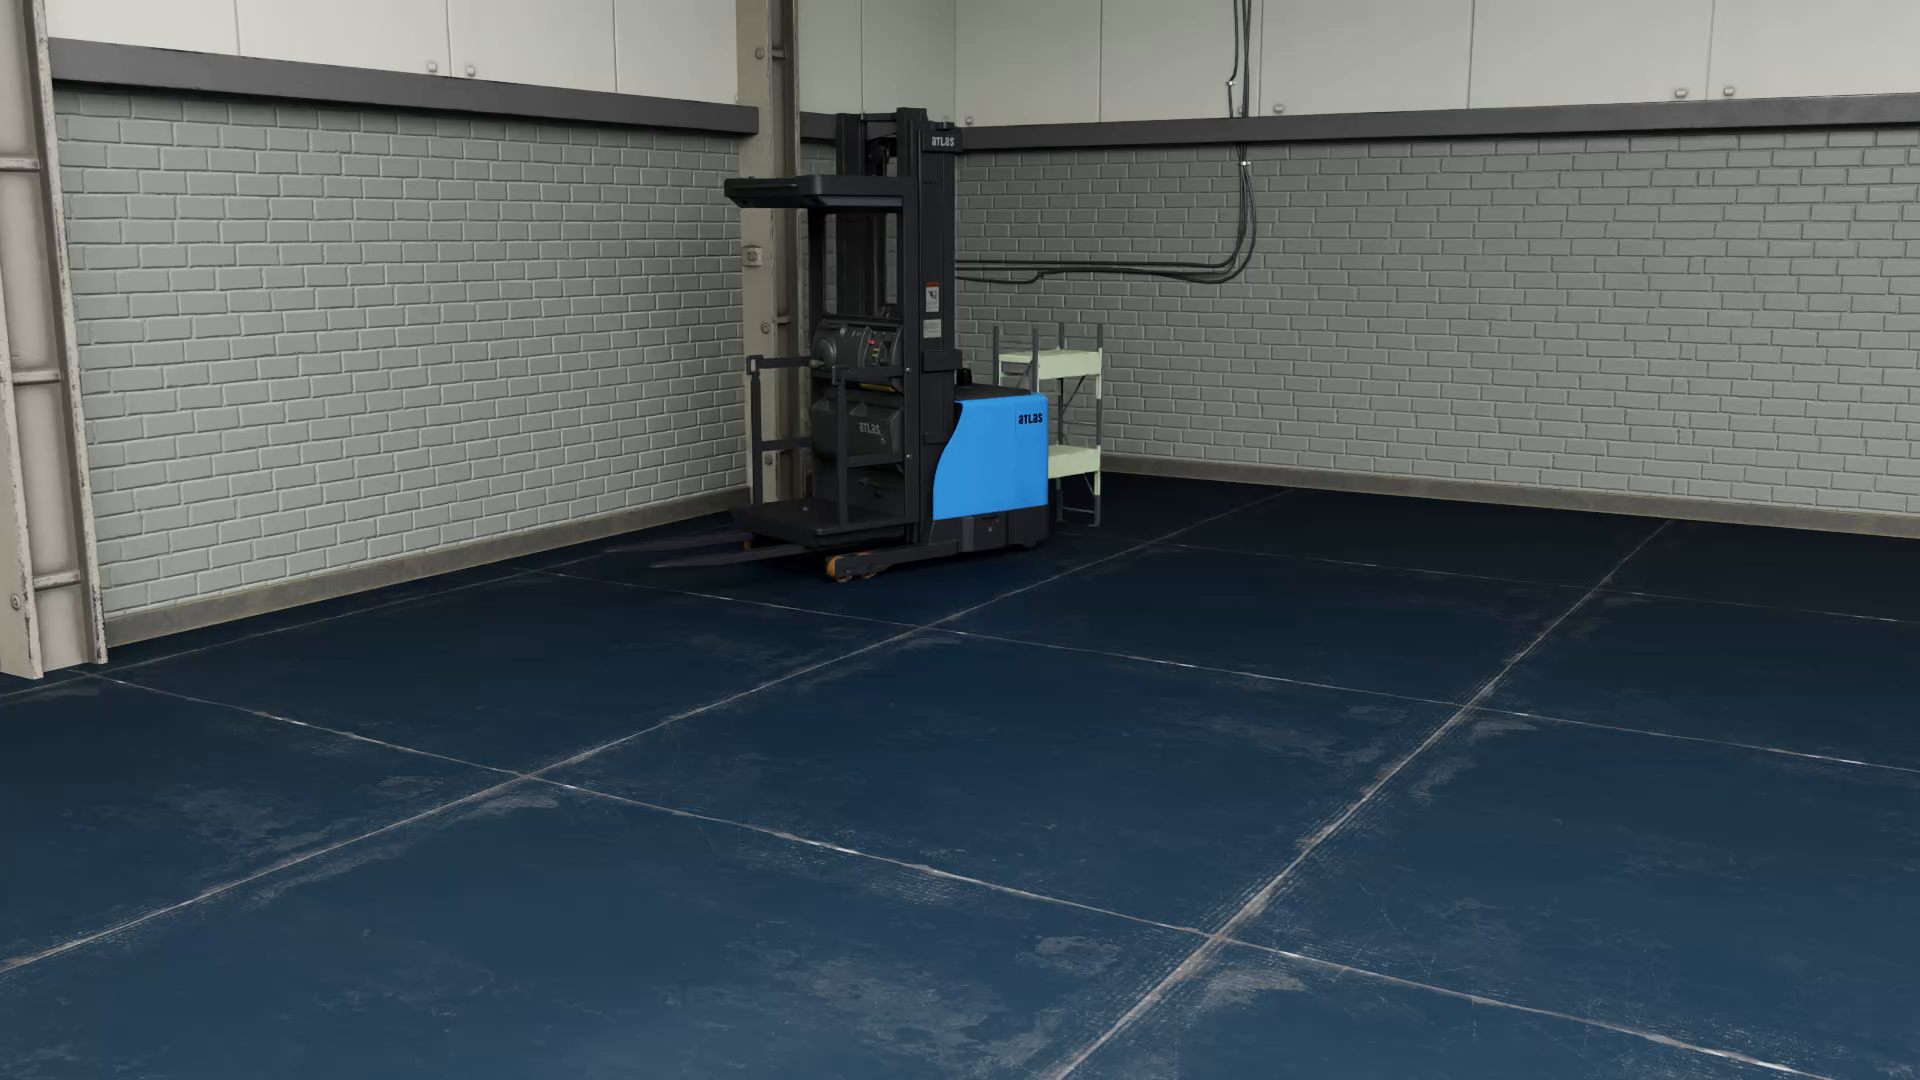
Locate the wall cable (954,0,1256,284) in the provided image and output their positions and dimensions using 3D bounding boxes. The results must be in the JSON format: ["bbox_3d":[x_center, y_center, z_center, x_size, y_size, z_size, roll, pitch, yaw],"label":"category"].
[{"bbox_3d":[1.176,-3.536,14.739,3.097,2.526,0.112,6,12,31],"label":"wall cable"}]

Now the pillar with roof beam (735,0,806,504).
[{"bbox_3d":[2.196,-4.314,10.457,9.100,9.000,0.400,6,12,31],"label":"pillar with roof beam"}]

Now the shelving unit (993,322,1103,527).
[{"bbox_3d":[0.641,-0.812,12.131,0.431,1.500,0.755,10,14,42],"label":"shelving unit"}]

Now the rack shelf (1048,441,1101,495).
[{"bbox_3d":[0.641,-0.492,12.191,0.431,0.370,0.720,10,14,42],"label":"rack shelf"}]

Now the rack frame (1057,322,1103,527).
[{"bbox_3d":[0.890,-0.862,12.395,0.400,1.500,0.023,10,14,42],"label":"rack frame"}]

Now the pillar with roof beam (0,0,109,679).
[{"bbox_3d":[-0.919,-3.370,5.416,9.100,9.000,0.400,6,12,31],"label":"pillar with roof beam"}]

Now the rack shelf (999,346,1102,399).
[{"bbox_3d":[0.641,-1.196,12.059,0.431,0.370,0.720,10,14,42],"label":"rack shelf"}]

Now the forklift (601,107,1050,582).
[{"bbox_3d":[-0.841,-1.285,10.767,3.031,2.935,1.130,-8,14,-38],"label":"forklift"}]

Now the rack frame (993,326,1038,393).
[{"bbox_3d":[0.393,-0.763,11.867,0.400,1.500,0.023,10,14,42],"label":"rack frame"}]
